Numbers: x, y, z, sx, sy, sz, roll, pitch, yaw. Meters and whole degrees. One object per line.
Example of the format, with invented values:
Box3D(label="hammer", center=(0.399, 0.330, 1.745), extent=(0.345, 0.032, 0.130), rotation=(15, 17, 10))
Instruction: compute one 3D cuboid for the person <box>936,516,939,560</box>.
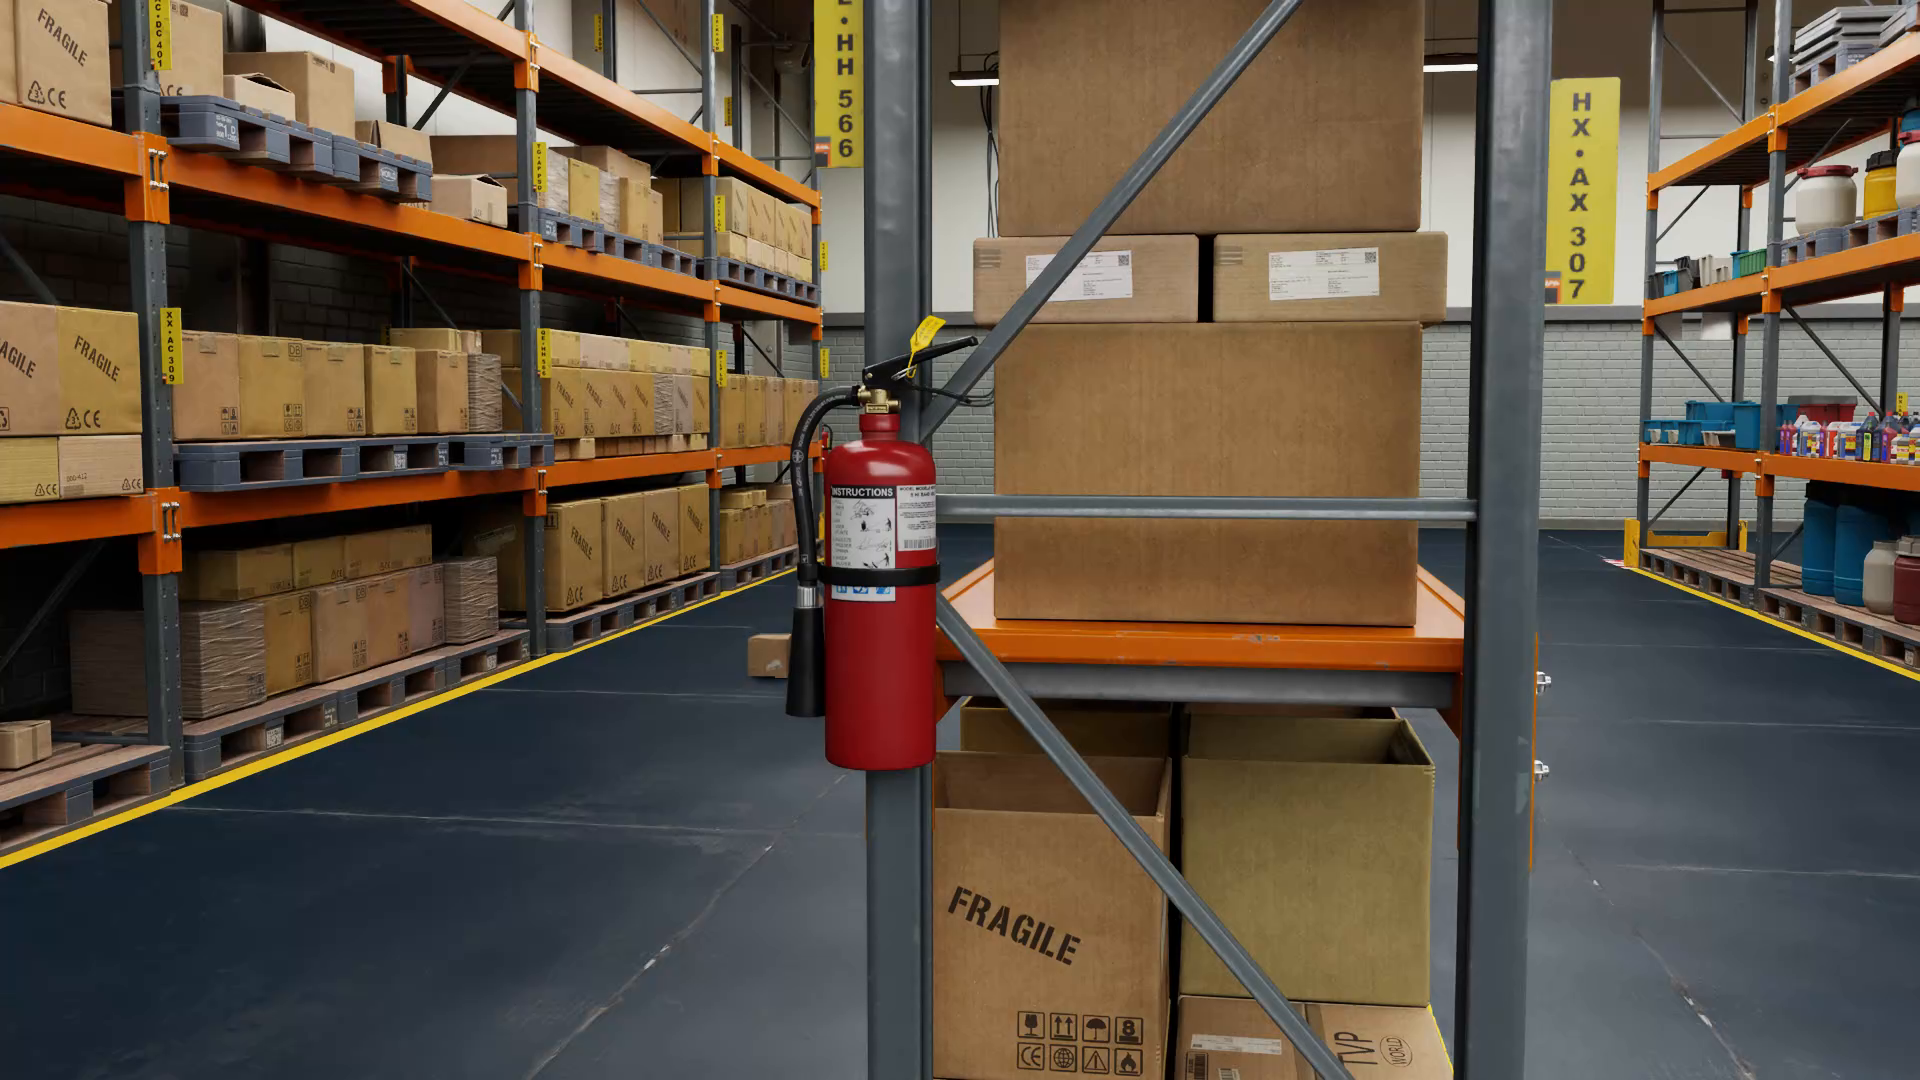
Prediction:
Box3D(label="person", center=(-0.426, -0.020, 10.508), extent=(0.614, 1.710, 0.611), rotation=(-2, 5, -25))
